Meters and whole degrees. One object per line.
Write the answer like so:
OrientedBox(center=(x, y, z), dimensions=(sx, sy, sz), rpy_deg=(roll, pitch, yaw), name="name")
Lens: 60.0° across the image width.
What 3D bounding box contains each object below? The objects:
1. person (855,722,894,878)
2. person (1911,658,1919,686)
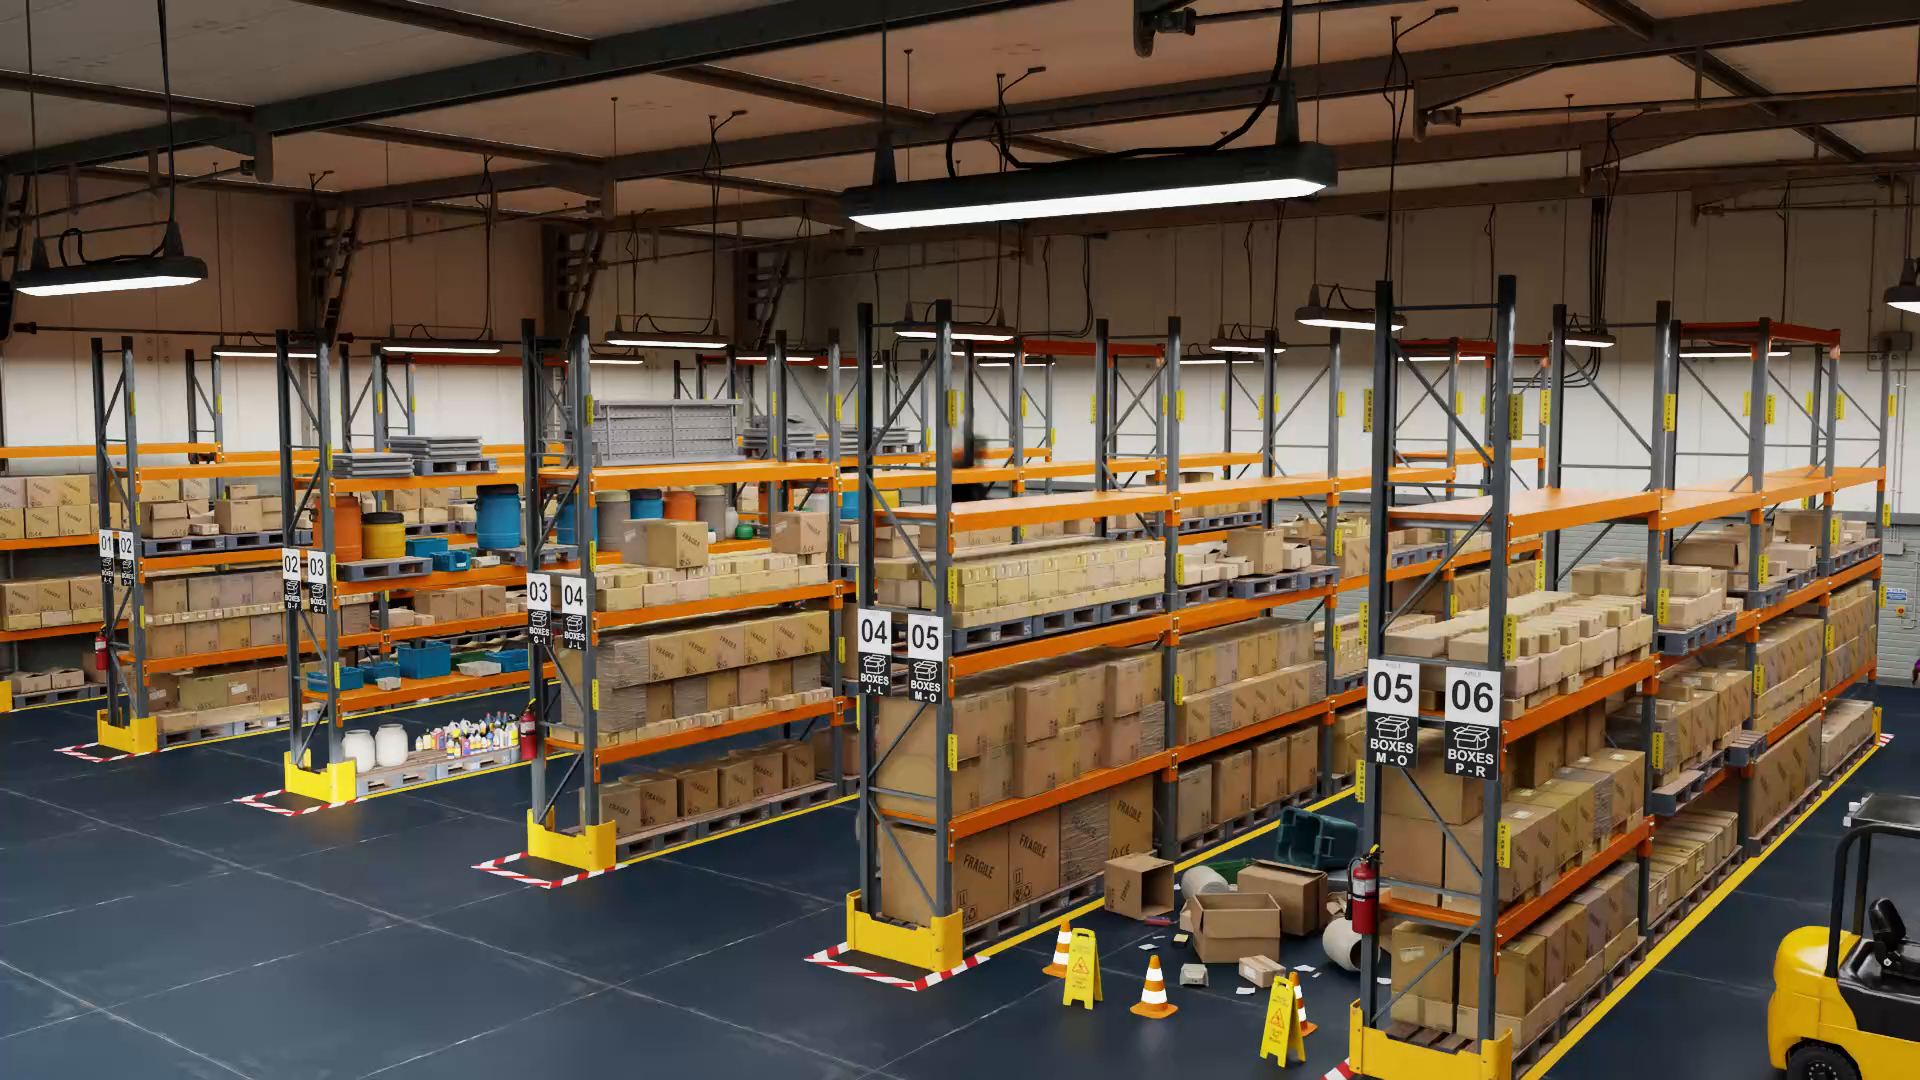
OrientedBox(center=(-0.868, 2.774, 17.802), dimensions=(0.656, 1.676, 0.610), rpy_deg=(2, 5, 24), name="person")
OrientedBox(center=(14.302, 2.196, 24.256), dimensions=(0.774, 1.739, 0.556), rpy_deg=(3, 6, 27), name="person")
